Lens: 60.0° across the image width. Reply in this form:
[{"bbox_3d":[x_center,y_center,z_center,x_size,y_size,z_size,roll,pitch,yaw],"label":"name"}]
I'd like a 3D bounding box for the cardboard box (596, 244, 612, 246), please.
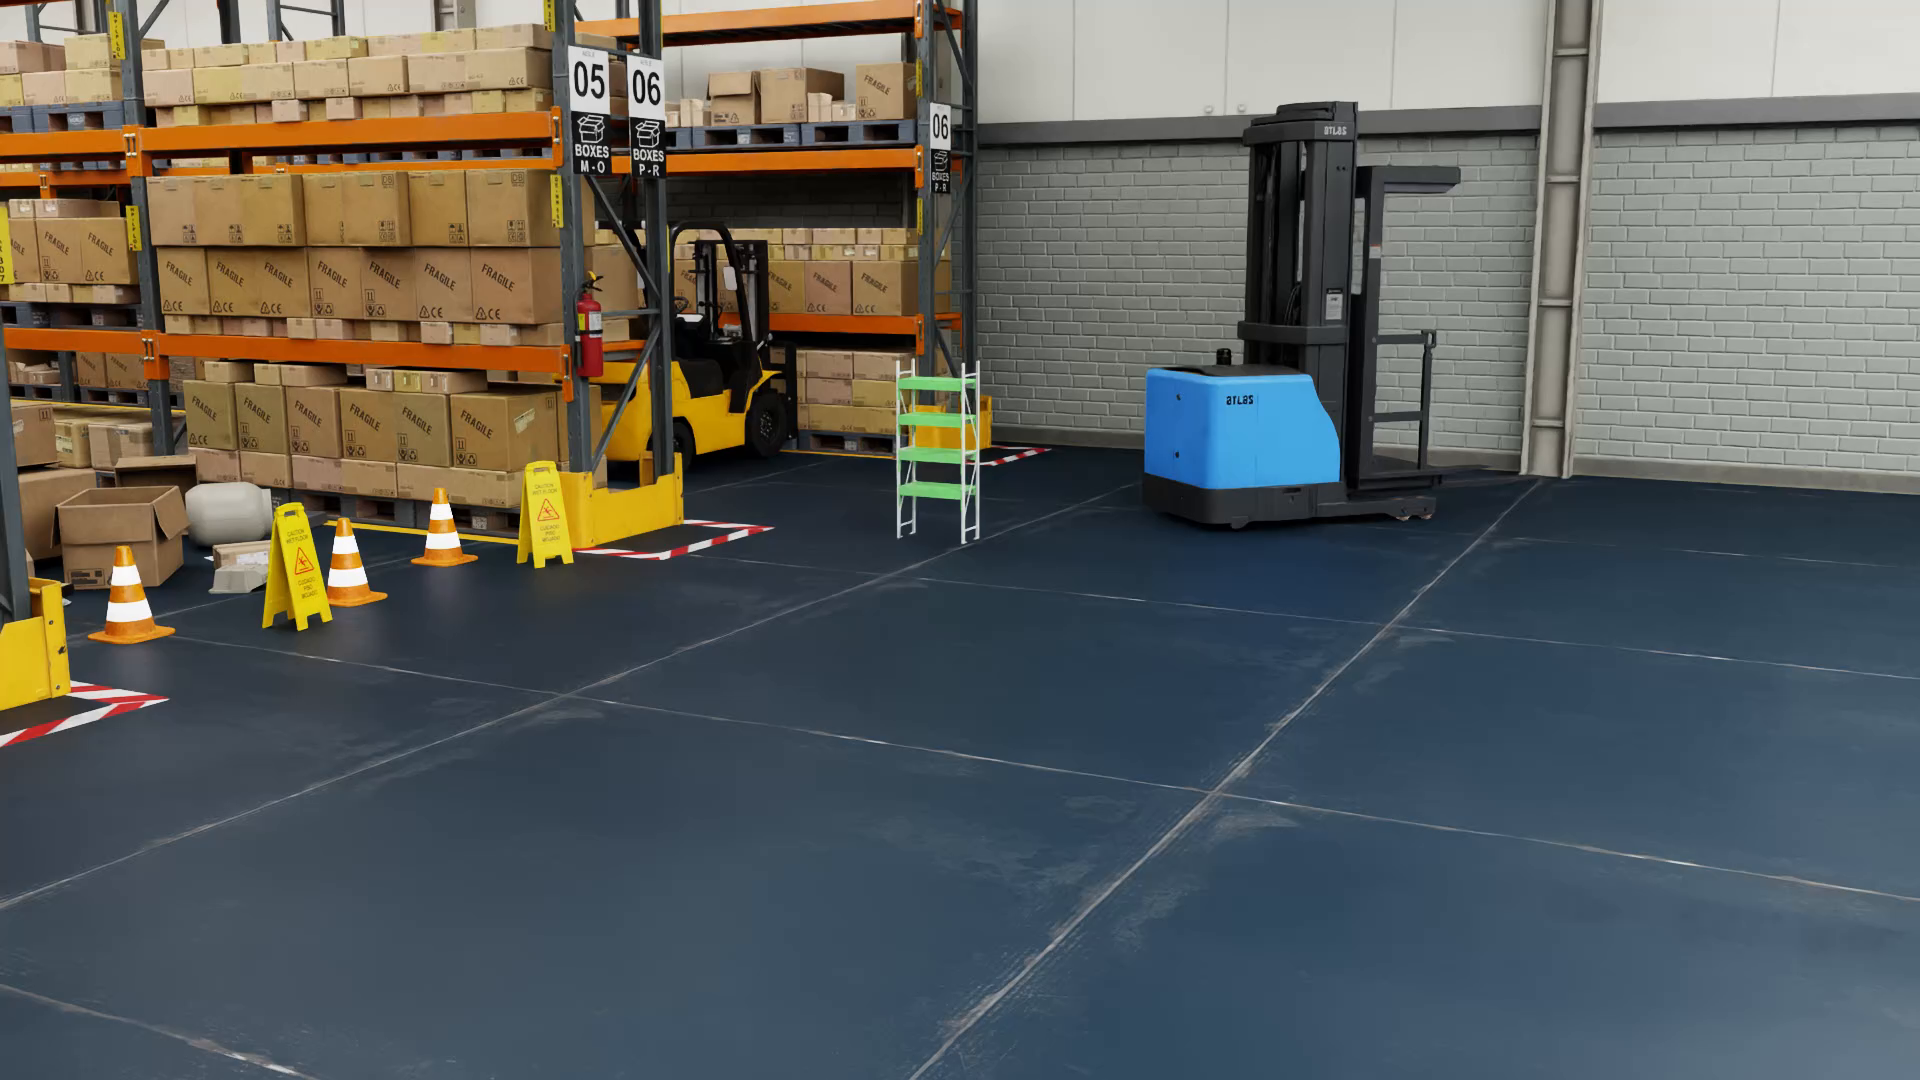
[{"bbox_3d":[-3.524,-2.926,16.874,0.250,0.149,0.380,5,11,25],"label":"cardboard box"}]

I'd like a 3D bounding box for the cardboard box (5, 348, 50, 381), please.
[{"bbox_3d":[-12.268,-2.329,21.513,0.500,0.500,0.700,5,11,24],"label":"cardboard box"}]

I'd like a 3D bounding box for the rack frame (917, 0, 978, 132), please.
[{"bbox_3d":[-0.106,-5.262,15.036,0.127,3.000,1.000,5,11,26],"label":"rack frame"}]

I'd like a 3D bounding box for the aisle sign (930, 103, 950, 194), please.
[{"bbox_3d":[-0.177,-3.537,15.051,0.004,0.787,0.394,5,11,26],"label":"aisle sign"}]

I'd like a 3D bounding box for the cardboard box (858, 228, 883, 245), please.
[{"bbox_3d":[-0.756,-2.834,15.527,0.250,0.149,0.380,5,11,26],"label":"cardboard box"}]

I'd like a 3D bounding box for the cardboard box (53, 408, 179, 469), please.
[{"bbox_3d":[-7.004,-0.843,13.663,0.625,0.372,0.950,6,12,29],"label":"cardboard box"}]

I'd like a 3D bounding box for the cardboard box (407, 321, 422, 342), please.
[{"bbox_3d":[-3.638,-1.472,11.649,0.250,0.149,0.380,5,11,27],"label":"cardboard box"}]

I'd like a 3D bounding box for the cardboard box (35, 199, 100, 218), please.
[{"bbox_3d":[-7.024,-2.606,13.090,0.250,0.149,0.380,5,11,24],"label":"cardboard box"}]

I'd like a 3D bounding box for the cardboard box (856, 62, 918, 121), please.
[{"bbox_3d":[-0.611,-4.087,15.225,0.500,0.500,0.500,5,12,28],"label":"cardboard box"}]

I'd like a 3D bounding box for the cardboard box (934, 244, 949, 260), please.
[{"bbox_3d":[-0.296,-2.746,15.880,0.250,0.149,0.380,5,11,24],"label":"cardboard box"}]

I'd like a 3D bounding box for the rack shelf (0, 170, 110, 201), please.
[{"bbox_3d":[-12.661,-4.535,21.463,4.000,0.370,1.077,5,11,26],"label":"rack shelf"}]

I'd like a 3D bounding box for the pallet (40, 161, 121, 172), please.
[{"bbox_3d":[-10.314,-4.576,20.199,1.003,0.211,1.213,5,11,26],"label":"pallet"}]

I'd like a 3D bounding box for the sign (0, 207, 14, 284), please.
[{"bbox_3d":[-4.148,-1.271,7.179,0.005,0.325,0.100,5,11,26],"label":"sign"}]

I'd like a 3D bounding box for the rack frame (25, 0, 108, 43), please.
[{"bbox_3d":[-10.868,-6.207,20.261,0.127,3.000,1.000,5,11,26],"label":"rack frame"}]

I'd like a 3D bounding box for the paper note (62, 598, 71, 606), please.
[{"bbox_3d":[-5.017,0.352,9.204,0.144,0.017,0.142,-10,14,-43],"label":"paper note"}]

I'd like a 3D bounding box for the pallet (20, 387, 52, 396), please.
[{"bbox_3d":[-12.581,-2.033,21.873,1.213,0.211,1.003,5,11,26],"label":"pallet"}]

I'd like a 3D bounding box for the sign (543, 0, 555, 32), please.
[{"bbox_3d":[-2.563,-3.341,10.361,0.005,0.325,0.100,5,11,26],"label":"sign"}]

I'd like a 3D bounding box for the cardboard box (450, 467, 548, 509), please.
[{"bbox_3d":[-3.165,-0.393,11.521,0.500,0.250,0.500,5,11,26],"label":"cardboard box"}]

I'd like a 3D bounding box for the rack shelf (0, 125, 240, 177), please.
[{"bbox_3d":[-7.680,-3.112,13.598,4.000,0.370,1.077,5,11,26],"label":"rack shelf"}]

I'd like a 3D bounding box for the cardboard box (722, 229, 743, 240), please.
[{"bbox_3d":[-2.117,-2.962,16.234,0.250,0.149,0.380,5,11,26],"label":"cardboard box"}]

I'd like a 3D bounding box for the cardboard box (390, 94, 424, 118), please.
[{"bbox_3d":[-3.646,-2.936,11.313,0.250,0.149,0.380,5,11,25],"label":"cardboard box"}]

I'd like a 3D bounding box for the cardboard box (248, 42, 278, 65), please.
[{"bbox_3d":[-4.801,-3.425,11.777,0.250,0.149,0.380,5,11,24],"label":"cardboard box"}]

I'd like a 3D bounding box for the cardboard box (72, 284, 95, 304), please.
[{"bbox_3d":[-6.699,-1.935,13.026,0.250,0.149,0.380,5,11,24],"label":"cardboard box"}]

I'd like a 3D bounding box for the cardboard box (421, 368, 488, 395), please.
[{"bbox_3d":[-3.492,-1.098,11.490,0.250,0.149,0.380,5,12,27],"label":"cardboard box"}]

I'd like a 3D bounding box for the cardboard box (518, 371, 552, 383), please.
[{"bbox_3d":[-4.166,-1.702,17.703,0.625,0.625,0.875,6,12,28],"label":"cardboard box"}]

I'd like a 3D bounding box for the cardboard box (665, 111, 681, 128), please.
[{"bbox_3d":[-2.736,-4.089,16.223,0.250,0.149,0.380,5,12,28],"label":"cardboard box"}]

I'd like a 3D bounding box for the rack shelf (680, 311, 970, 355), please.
[{"bbox_3d":[-1.900,-2.113,16.505,4.000,0.370,1.077,5,11,26],"label":"rack shelf"}]

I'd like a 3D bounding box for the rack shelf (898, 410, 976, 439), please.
[{"bbox_3d":[-0.148,-0.777,11.164,0.480,0.148,0.258,5,11,26],"label":"rack shelf"}]

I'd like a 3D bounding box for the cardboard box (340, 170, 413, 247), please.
[{"bbox_3d":[-3.807,-2.275,11.452,0.500,0.500,0.700,5,11,25],"label":"cardboard box"}]

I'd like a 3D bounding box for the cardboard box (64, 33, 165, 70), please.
[{"bbox_3d":[-6.463,-3.712,12.734,0.500,0.250,0.500,5,12,27],"label":"cardboard box"}]

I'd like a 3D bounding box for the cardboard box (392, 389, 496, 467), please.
[{"bbox_3d":[-3.603,-0.801,11.672,0.500,0.500,0.500,6,12,28],"label":"cardboard box"}]

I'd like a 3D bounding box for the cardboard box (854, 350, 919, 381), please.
[{"bbox_3d":[-0.657,-1.642,15.614,0.500,0.250,0.500,5,12,28],"label":"cardboard box"}]

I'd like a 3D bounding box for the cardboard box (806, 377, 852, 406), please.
[{"bbox_3d":[-1.126,-1.439,15.897,0.500,0.250,0.500,5,11,25],"label":"cardboard box"}]

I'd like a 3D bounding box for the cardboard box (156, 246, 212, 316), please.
[{"bbox_3d":[-5.615,-1.948,12.457,0.500,0.500,0.500,5,11,26],"label":"cardboard box"}]

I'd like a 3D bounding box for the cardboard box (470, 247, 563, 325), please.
[{"bbox_3d":[-2.908,-1.711,11.146,0.500,0.500,0.500,5,11,25],"label":"cardboard box"}]

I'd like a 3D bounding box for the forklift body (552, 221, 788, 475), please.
[{"bbox_3d":[-2.614,-1.750,14.861,1.214,2.155,2.313,5,11,26],"label":"forklift body"}]

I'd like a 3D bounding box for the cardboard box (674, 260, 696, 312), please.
[{"bbox_3d":[-2.482,-2.519,16.448,0.500,0.500,0.500,5,11,25],"label":"cardboard box"}]

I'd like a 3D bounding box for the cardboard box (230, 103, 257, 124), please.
[{"bbox_3d":[-5.027,-3.063,12.015,0.250,0.149,0.380,5,12,28],"label":"cardboard box"}]

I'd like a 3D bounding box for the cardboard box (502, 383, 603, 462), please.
[{"bbox_3d":[-2.922,-0.849,11.934,0.500,0.500,0.500,5,11,24],"label":"cardboard box"}]

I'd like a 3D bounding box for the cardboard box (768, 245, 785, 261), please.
[{"bbox_3d":[-1.702,-2.758,15.944,0.250,0.149,0.380,5,11,26],"label":"cardboard box"}]

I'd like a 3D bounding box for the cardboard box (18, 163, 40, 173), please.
[{"bbox_3d":[-11.321,-4.589,20.446,0.250,0.149,0.380,5,11,25],"label":"cardboard box"}]

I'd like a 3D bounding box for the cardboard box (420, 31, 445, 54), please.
[{"bbox_3d":[-3.389,-3.313,11.156,0.250,0.149,0.380,5,11,26],"label":"cardboard box"}]

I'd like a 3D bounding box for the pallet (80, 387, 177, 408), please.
[{"bbox_3d":[-10.122,-1.825,20.722,1.213,0.211,1.003,5,11,26],"label":"pallet"}]

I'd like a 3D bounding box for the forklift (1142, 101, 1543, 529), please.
[{"bbox_3d":[2.912,-1.663,12.186,3.031,2.935,1.130,-4,11,-22],"label":"forklift"}]

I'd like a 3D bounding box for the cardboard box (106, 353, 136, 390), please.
[{"bbox_3d":[-10.052,-2.118,20.348,0.500,0.500,0.500,5,11,25],"label":"cardboard box"}]

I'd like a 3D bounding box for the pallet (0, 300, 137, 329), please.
[{"bbox_3d":[-7.680,-1.903,13.863,1.213,0.211,1.003,5,11,26],"label":"pallet"}]

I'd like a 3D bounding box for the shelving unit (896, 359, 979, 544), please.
[{"bbox_3d":[-0.148,-0.603,11.195,0.503,1.200,0.258,5,11,26],"label":"shelving unit"}]

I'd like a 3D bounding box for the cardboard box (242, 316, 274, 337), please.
[{"bbox_3d":[-5.038,-1.580,12.241,0.250,0.149,0.380,5,12,28],"label":"cardboard box"}]

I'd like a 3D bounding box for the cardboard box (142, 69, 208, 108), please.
[{"bbox_3d":[-5.613,-3.302,12.216,0.500,0.250,0.500,5,11,25],"label":"cardboard box"}]

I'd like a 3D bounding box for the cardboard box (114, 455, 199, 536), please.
[{"bbox_3d":[-5.528,-0.301,11.485,0.500,0.500,0.500,-4,11,-23],"label":"cardboard box"}]

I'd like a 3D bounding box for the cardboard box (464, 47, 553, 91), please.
[{"bbox_3d":[-2.877,-3.063,10.893,0.500,0.250,0.500,5,11,25],"label":"cardboard box"}]
